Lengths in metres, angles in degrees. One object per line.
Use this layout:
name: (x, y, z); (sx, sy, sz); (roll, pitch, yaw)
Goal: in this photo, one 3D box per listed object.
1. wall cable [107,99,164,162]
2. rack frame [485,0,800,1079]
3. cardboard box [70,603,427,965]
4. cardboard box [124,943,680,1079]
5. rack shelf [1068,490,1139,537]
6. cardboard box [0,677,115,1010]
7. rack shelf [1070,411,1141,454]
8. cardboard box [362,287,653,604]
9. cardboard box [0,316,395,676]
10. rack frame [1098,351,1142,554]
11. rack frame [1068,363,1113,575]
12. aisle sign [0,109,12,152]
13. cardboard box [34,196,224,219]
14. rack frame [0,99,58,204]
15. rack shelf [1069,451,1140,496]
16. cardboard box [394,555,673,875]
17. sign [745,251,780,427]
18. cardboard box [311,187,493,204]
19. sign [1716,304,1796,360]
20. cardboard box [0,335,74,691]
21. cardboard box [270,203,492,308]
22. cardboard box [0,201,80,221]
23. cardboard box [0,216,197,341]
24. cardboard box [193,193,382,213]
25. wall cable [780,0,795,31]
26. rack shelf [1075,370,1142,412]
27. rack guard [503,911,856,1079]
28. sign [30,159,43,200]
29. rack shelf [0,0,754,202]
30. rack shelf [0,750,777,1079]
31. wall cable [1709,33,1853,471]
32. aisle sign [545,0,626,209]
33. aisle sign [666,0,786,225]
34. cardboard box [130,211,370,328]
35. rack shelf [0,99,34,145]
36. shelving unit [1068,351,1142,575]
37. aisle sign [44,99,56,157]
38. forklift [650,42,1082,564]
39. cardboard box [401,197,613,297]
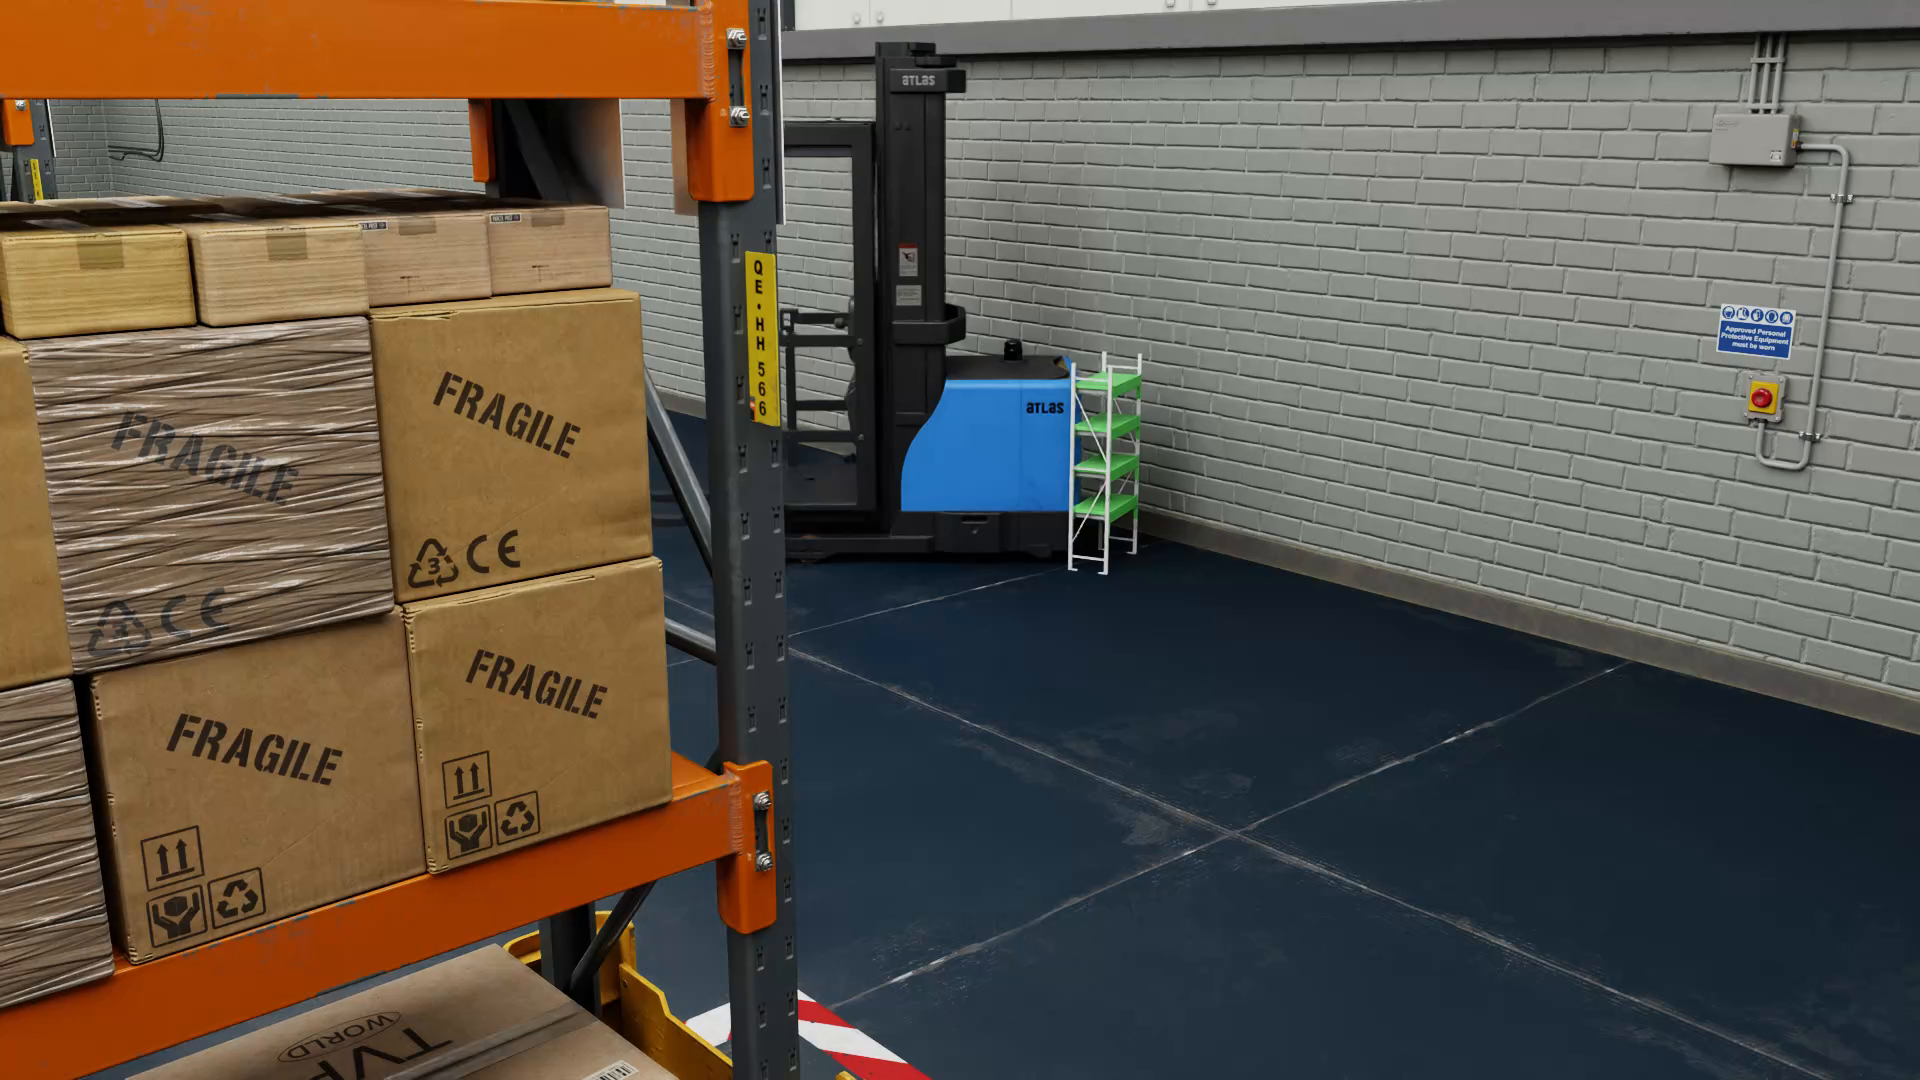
wall cable: (-12.482, -6.925, 24.755); (0.112, 2.526, 3.097); (-13, 19, -39)
rack frame: (-0.721, 0.185, 3.746); (0.053, 2.616, 0.949); (-13, 19, -39)
cardboard box: (-1.302, 0.351, 2.929); (0.500, 0.500, 0.500); (-13, 20, -41)
cardboard box: (-1.155, 1.350, 3.534); (0.875, 0.438, 0.875); (-14, 20, -41)
rack shelf: (0.841, -0.159, 9.698); (0.258, 0.148, 0.480); (7, 16, 24)
cardboard box: (-1.683, 0.440, 2.596); (0.500, 0.500, 0.500); (-12, 19, -38)
rack shelf: (0.841, -0.623, 9.574); (0.258, 0.148, 0.480); (7, 16, 24)
cardboard box: (-0.931, -0.219, 3.127); (0.500, 0.500, 0.500); (-12, 19, -38)
cardboard box: (-1.306, -0.125, 2.774); (0.500, 0.500, 0.500); (-13, 19, -39)
rack frame: (0.945, -0.510, 9.833); (0.240, 1.200, 0.015); (7, 16, 24)
rack frame: (0.736, -0.396, 9.407); (0.240, 1.200, 0.015); (7, 16, 24)
aisle sign: (-4.191, -2.089, 7.222); (0.004, 0.787, 0.394); (-13, 19, -39)
cardboard box: (-1.595, -0.575, 3.200); (0.250, 0.149, 0.380); (-12, 19, -38)
rack frame: (-4.049, -0.763, 7.292); (0.127, 3.000, 1.000); (-13, 19, -39)
rack shelf: (0.841, -0.391, 9.636); (0.258, 0.148, 0.480); (7, 16, 24)
cardboard box: (-0.913, 0.269, 3.237); (0.500, 0.500, 0.500); (-13, 19, -39)
sign: (-0.377, -0.382, 3.164); (0.005, 0.325, 0.100); (-13, 19, -39)
cardboard box: (-1.173, -0.654, 3.500); (0.250, 0.149, 0.380); (-12, 19, -38)
sign: (3.530, -0.926, 7.381); (0.001, 0.218, 0.327); (-13, 19, -39)
cardboard box: (-1.681, -0.042, 2.463); (0.500, 0.500, 0.500); (-13, 20, -40)
cardboard box: (-1.038, -0.513, 2.971); (0.250, 0.149, 0.380); (-12, 19, -38)
cardboard box: (-1.782, -0.526, 3.020); (0.250, 0.149, 0.380); (-13, 20, -41)
cardboard box: (-1.395, -0.418, 2.616); (0.250, 0.149, 0.380); (-12, 19, -38)
cardboard box: (-1.324, -0.596, 3.281); (0.250, 0.149, 0.380); (-12, 19, -38)
wall cable: (-0.700, -6.485, 10.856); (0.120, 5.999, 2.277); (-13, 19, -39)
rack shelf: (0.841, -0.855, 9.513); (0.258, 0.148, 0.480); (7, 16, 24)
rack guard: (-0.705, 1.388, 4.086); (0.348, 0.500, 1.175); (-13, 19, -39)
sign: (-3.700, -1.363, 6.685); (0.005, 0.325, 0.100); (-13, 19, -39)
rack shelf: (-2.232, -0.579, 2.186); (4.000, 0.370, 1.077); (-13, 19, -39)
rack shelf: (-2.232, 0.870, 2.573); (4.000, 0.370, 1.077); (-13, 19, -39)
wall cable: (3.515, -1.282, 7.206); (0.123, 1.953, 0.585); (-13, 19, -39)
aisle sign: (-0.859, -1.141, 3.670); (0.004, 0.787, 0.394); (-13, 19, -39)
aisle sign: (-0.465, -1.024, 3.233); (0.004, 0.787, 0.394); (-13, 19, -39)
cardboard box: (-1.178, -0.453, 2.746); (0.250, 0.149, 0.380); (-13, 20, -40)
rack shelf: (-5.558, -1.525, 5.730); (4.000, 0.370, 1.077); (-13, 19, -39)
shelving unit: (0.841, -0.453, 9.620); (0.258, 1.200, 0.503); (7, 16, 24)
aisle sign: (-3.797, -1.972, 6.784); (0.004, 0.787, 0.394); (-13, 19, -39)
forklift: (-0.799, -1.415, 9.866); (3.031, 2.935, 1.130); (0, 15, 0)
cardboard box: (-0.862, -0.561, 3.149); (0.250, 0.149, 0.380); (-12, 19, -39)
